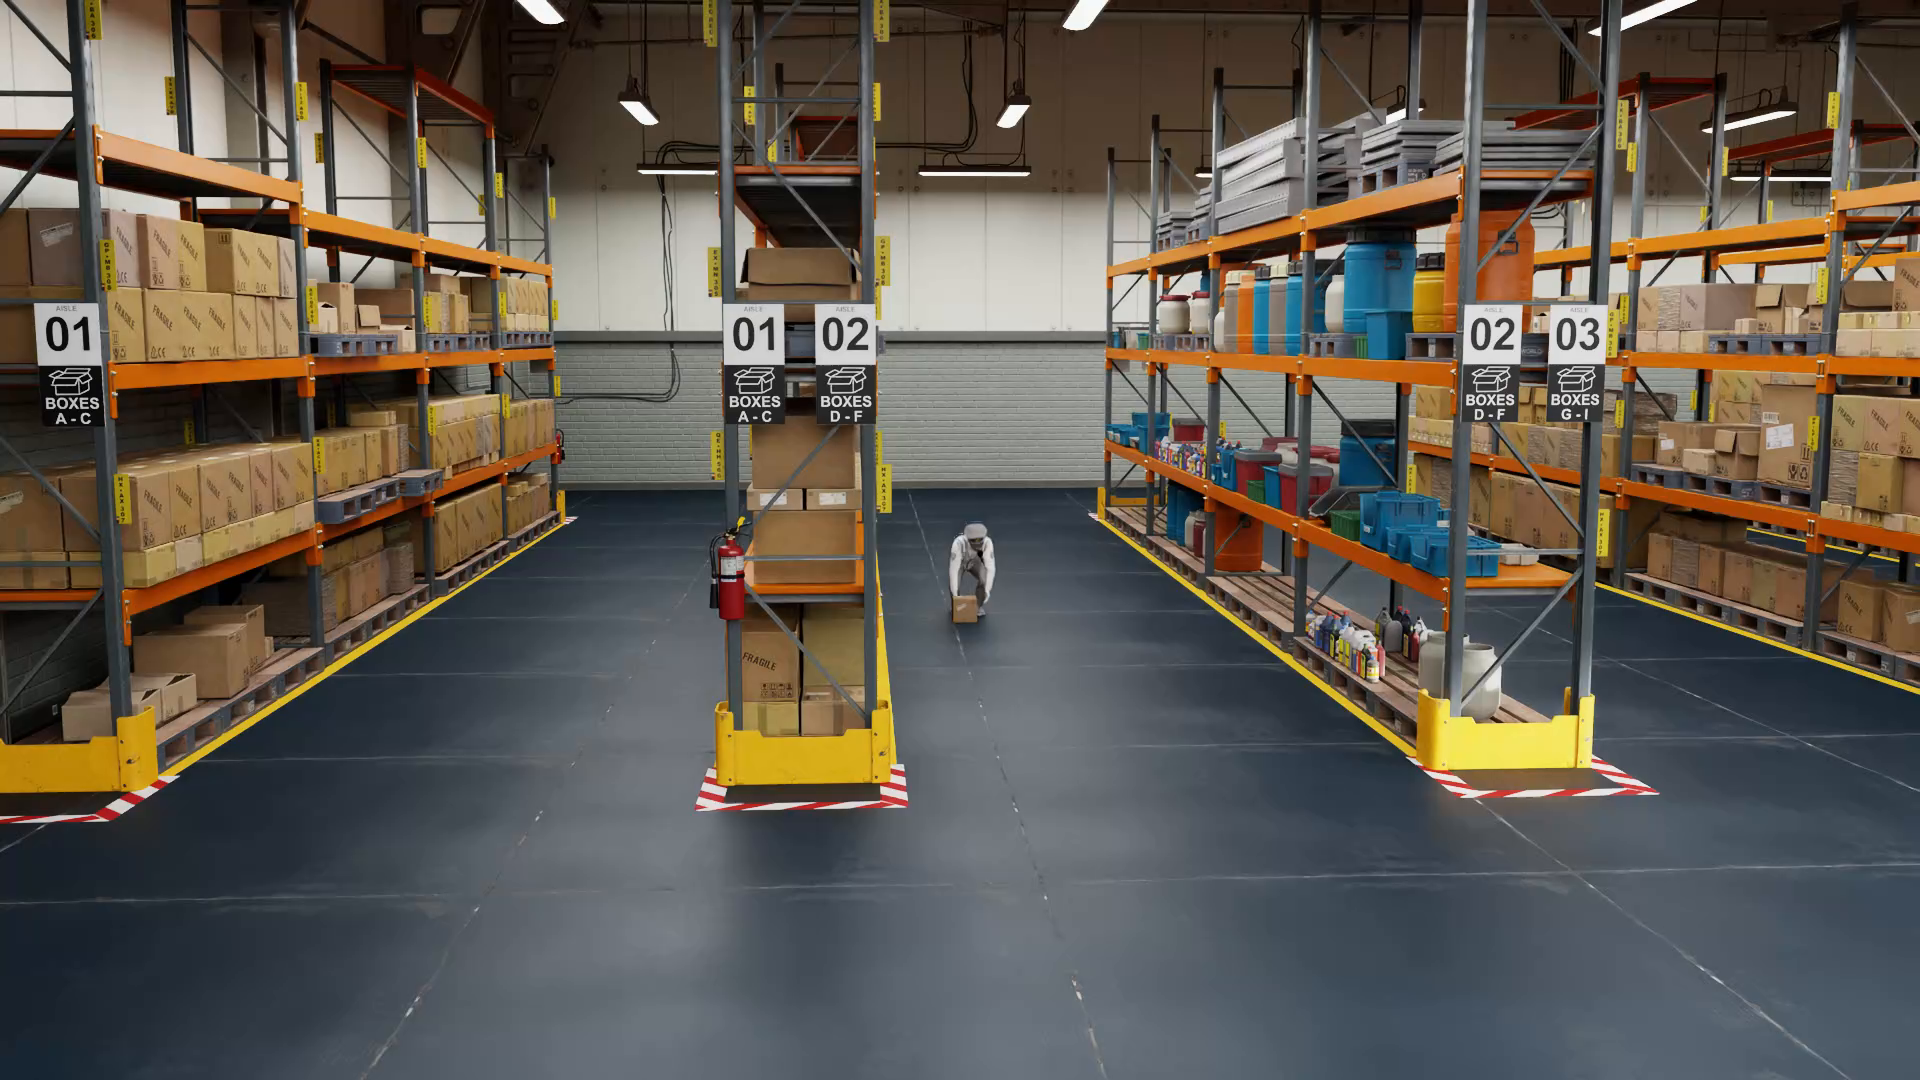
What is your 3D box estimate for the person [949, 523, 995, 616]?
[{"bbox_3d":[0.120,0.308,17.871,0.497,1.028,0.837,0,7,-4],"label":"person"}]
